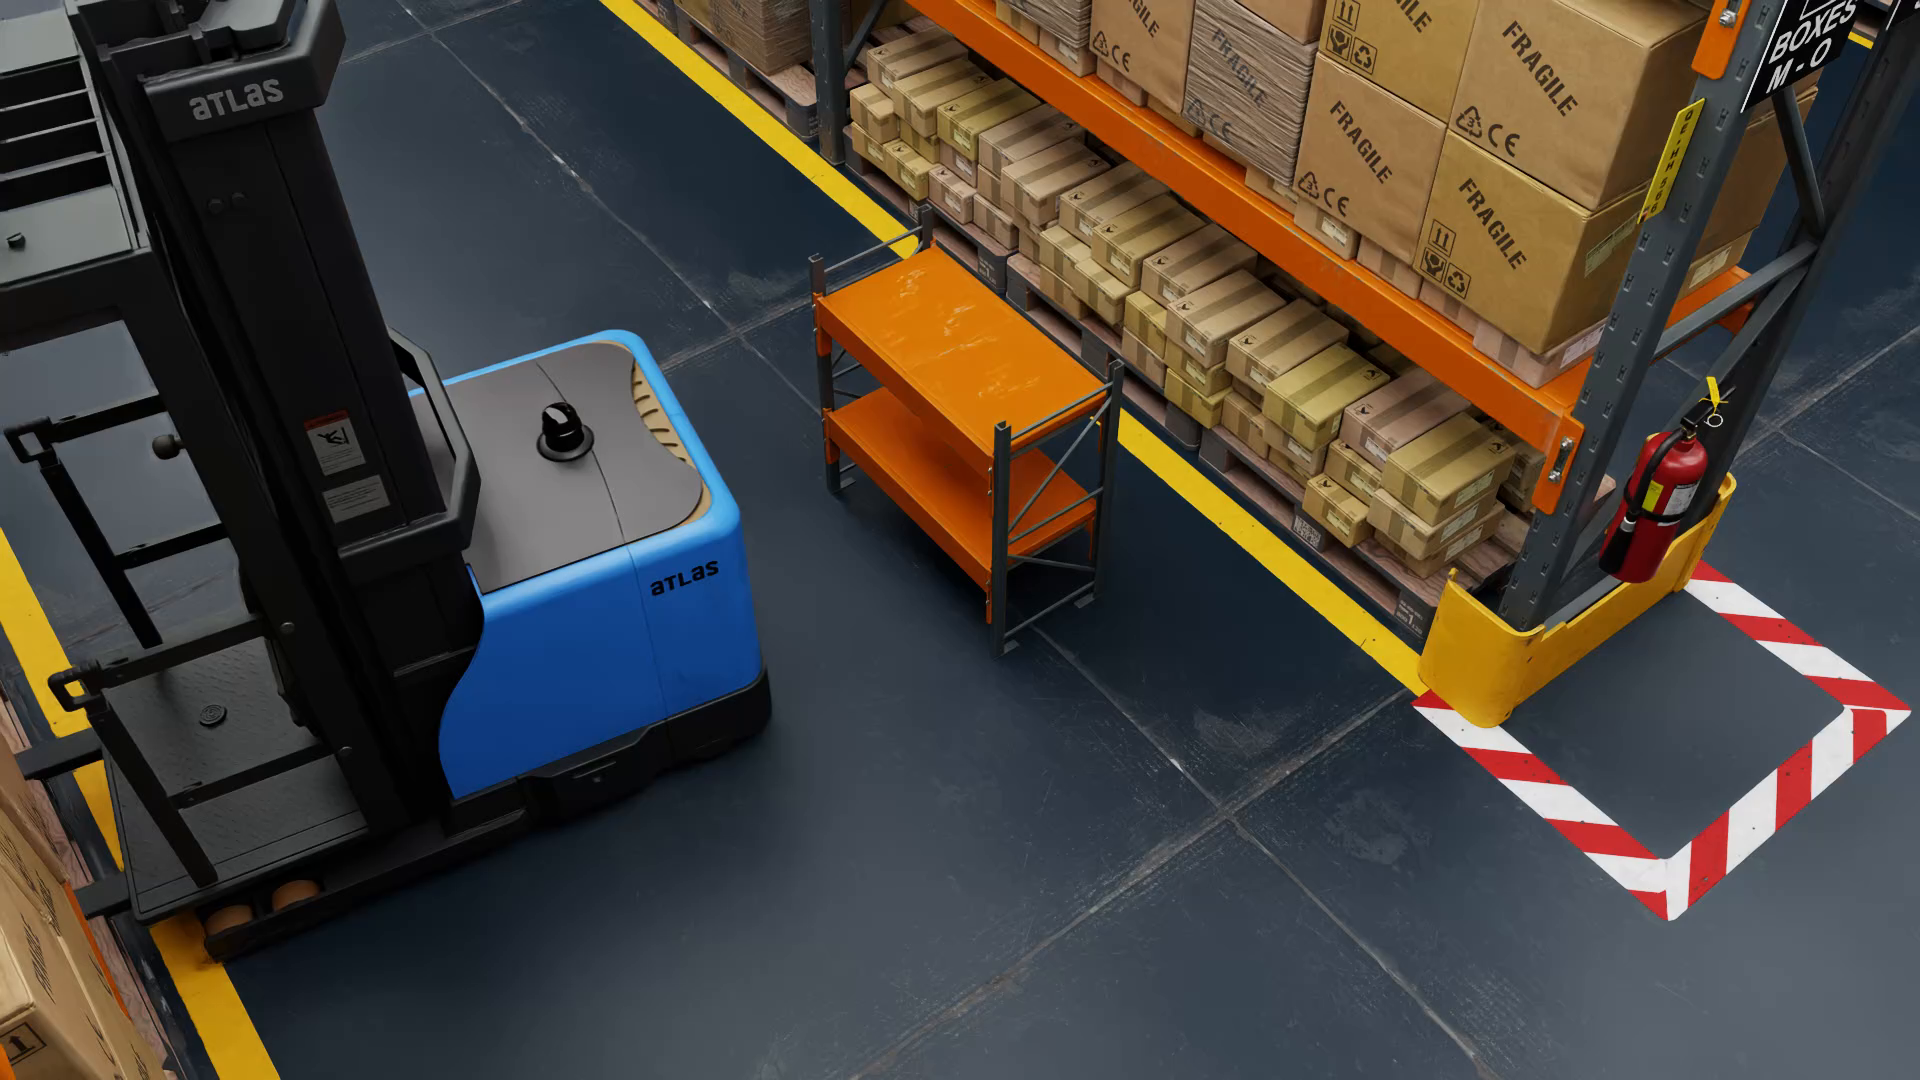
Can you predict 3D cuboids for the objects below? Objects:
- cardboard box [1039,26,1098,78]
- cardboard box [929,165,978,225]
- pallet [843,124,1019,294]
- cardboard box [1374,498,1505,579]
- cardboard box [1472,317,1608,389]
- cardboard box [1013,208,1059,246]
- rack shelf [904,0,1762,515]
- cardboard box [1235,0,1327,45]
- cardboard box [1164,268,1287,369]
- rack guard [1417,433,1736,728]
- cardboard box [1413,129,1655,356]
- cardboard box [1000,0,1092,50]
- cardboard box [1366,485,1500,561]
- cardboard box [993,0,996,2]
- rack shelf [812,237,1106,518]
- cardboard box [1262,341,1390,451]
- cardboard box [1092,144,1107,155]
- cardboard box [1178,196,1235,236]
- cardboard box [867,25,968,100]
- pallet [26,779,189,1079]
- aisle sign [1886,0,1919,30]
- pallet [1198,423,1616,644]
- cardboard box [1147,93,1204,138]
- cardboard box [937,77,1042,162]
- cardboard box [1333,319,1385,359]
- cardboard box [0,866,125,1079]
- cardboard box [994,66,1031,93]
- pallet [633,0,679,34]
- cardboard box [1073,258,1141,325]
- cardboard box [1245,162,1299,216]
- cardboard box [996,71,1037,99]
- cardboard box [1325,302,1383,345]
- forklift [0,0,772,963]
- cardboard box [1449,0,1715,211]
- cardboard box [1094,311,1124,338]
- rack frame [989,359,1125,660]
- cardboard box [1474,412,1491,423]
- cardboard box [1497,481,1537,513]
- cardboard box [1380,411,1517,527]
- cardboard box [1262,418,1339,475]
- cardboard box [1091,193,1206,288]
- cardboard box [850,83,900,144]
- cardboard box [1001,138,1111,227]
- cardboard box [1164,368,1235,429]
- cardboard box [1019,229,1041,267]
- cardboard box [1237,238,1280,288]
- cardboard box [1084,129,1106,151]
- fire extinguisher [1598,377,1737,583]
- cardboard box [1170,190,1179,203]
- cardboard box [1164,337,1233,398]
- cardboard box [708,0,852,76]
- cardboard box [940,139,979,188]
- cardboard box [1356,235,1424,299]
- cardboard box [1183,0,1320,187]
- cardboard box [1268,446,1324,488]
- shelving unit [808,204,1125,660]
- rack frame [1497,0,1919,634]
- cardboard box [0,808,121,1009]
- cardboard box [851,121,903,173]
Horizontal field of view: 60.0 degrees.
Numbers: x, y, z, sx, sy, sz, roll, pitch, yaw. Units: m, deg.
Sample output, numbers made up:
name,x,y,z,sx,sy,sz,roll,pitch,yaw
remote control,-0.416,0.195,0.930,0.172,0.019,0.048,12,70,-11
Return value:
name,x,y,z,sx,sy,sz,roll,pitch,yaw
cardboard box,0.516,-1.870,6.090,0.380,0.149,0.250,-27,53,-22
cardboard box,0.087,-1.567,7.287,0.380,0.149,0.250,-30,54,-24
pallet,0.204,-1.706,7.654,1.003,0.211,1.213,-29,54,-24
cardboard box,1.706,-0.065,5.925,0.380,0.149,0.250,-29,54,-23
cardboard box,1.769,-0.645,4.980,0.380,0.149,0.250,-29,54,-24
cardboard box,0.444,-1.379,6.916,0.380,0.149,0.250,-27,53,-22
rack shelf,0.980,-1.602,6.163,1.077,0.370,4.000,-29,54,-24
cardboard box,1.087,-1.893,4.998,0.500,0.500,0.500,-27,53,-22
cardboard box,0.991,-0.830,6.217,0.380,0.149,0.250,-28,53,-23
rack guard,2.145,0.130,5.794,1.175,0.500,0.348,-29,54,-24
cardboard box,1.714,-0.947,4.816,0.500,0.500,0.500,-28,54,-23
cardboard box,0.450,-2.150,5.906,0.500,0.500,0.500,-31,55,-25
cardboard box,1.644,-0.131,5.784,0.380,0.149,0.250,-31,55,-25
cardboard box,0.259,-2.209,6.398,0.380,0.149,0.250,-32,55,-25
rack shelf,0.004,-0.570,5.613,0.538,0.278,1.000,-29,54,-24
cardboard box,1.304,-0.516,5.932,0.380,0.149,0.250,-31,55,-25
cardboard box,0.637,-1.767,7.267,0.380,0.149,0.250,-29,54,-24
cardboard box,1.103,-1.381,6.717,0.380,0.149,0.250,-29,54,-24
cardboard box,-0.187,-2.110,7.378,0.380,0.149,0.250,-27,53,-23
pallet,-2.968,1.397,4.841,1.003,0.211,1.213,-29,54,-24
aisle sign,2.474,-1.629,3.947,0.394,0.787,0.004,-29,54,-24
pallet,1.681,-0.267,6.350,1.003,0.211,1.213,-29,54,-24
cardboard box,0.885,-1.593,5.840,0.380,0.149,0.250,-29,54,-23
cardboard box,0.125,-1.794,7.091,0.380,0.149,0.250,-30,54,-24
cardboard box,1.670,-0.863,6.448,0.380,0.149,0.250,-28,54,-23
cardboard box,-1.751,0.836,2.725,0.500,0.500,0.500,-31,55,-25
cardboard box,0.378,-2.180,7.441,0.380,0.149,0.250,-29,54,-24
pallet,-1.446,-3.264,9.067,1.003,0.211,1.213,-29,54,-24
cardboard box,0.675,-1.045,6.613,0.380,0.149,0.250,-29,54,-24
cardboard box,1.175,-1.258,5.536,0.380,0.149,0.250,-32,55,-25
cardboard box,0.386,-2.109,7.577,0.380,0.149,0.250,-32,55,-26
cardboard box,1.615,-0.933,6.310,0.380,0.149,0.250,-32,55,-26
forklift,-2.187,-0.163,4.420,3.031,2.935,1.130,-21,51,-18
cardboard box,1.716,-1.292,4.453,0.500,0.500,0.500,-30,55,-25
cardboard box,0.772,-0.980,6.755,0.380,0.149,0.250,-28,54,-23
rack frame,0.312,-0.074,5.558,0.500,1.125,0.032,-29,54,-24
cardboard box,1.957,-0.559,6.172,0.380,0.149,0.250,-30,54,-24
cardboard box,2.128,-0.300,6.138,0.380,0.149,0.250,-28,54,-23
cardboard box,1.669,-0.246,5.688,0.380,0.149,0.250,-29,54,-24
cardboard box,1.328,-0.436,6.061,0.380,0.149,0.250,-32,55,-25
cardboard box,0.739,-1.177,6.532,0.380,0.149,0.250,-29,54,-24
cardboard box,-0.266,-1.949,7.432,0.380,0.149,0.250,-27,53,-22
cardboard box,0.390,-1.464,6.792,0.380,0.149,0.250,-28,54,-23
cardboard box,1.014,-0.627,6.435,0.380,0.149,0.250,-32,55,-25
cardboard box,0.471,-1.297,7.042,0.380,0.149,0.250,-32,55,-25
cardboard box,1.236,-1.118,6.679,0.380,0.149,0.250,-27,53,-22
cardboard box,0.629,-1.849,7.141,0.380,0.149,0.250,-28,54,-23
fire extinguisher,1.976,-0.157,4.672,0.296,0.674,0.183,-29,54,-24
cardboard box,0.953,-1.459,6.988,0.380,0.149,0.250,-32,55,-26
cardboard box,1.004,-0.736,6.333,0.380,0.149,0.250,-29,54,-23
cardboard box,-0.880,-2.648,8.029,0.500,0.500,0.500,-30,55,-25
cardboard box,0.135,-1.712,7.218,0.380,0.149,0.250,-30,54,-24
cardboard box,1.484,-0.950,5.256,0.380,0.149,0.250,-30,54,-24
cardboard box,1.092,-1.548,5.360,0.500,0.500,0.500,-29,54,-24
cardboard box,1.379,-0.365,6.197,0.380,0.149,0.250,-30,54,-24
shelving unit,0.004,-0.374,5.830,0.538,1.125,1.048,-29,54,-24
rack frame,2.191,-0.664,4.828,1.000,3.000,0.127,-29,54,-24
cardboard box,-2.078,0.885,3.356,0.500,0.500,0.500,-30,54,-24
cardboard box,-0.266,-1.847,7.541,0.380,0.149,0.250,-32,55,-25
